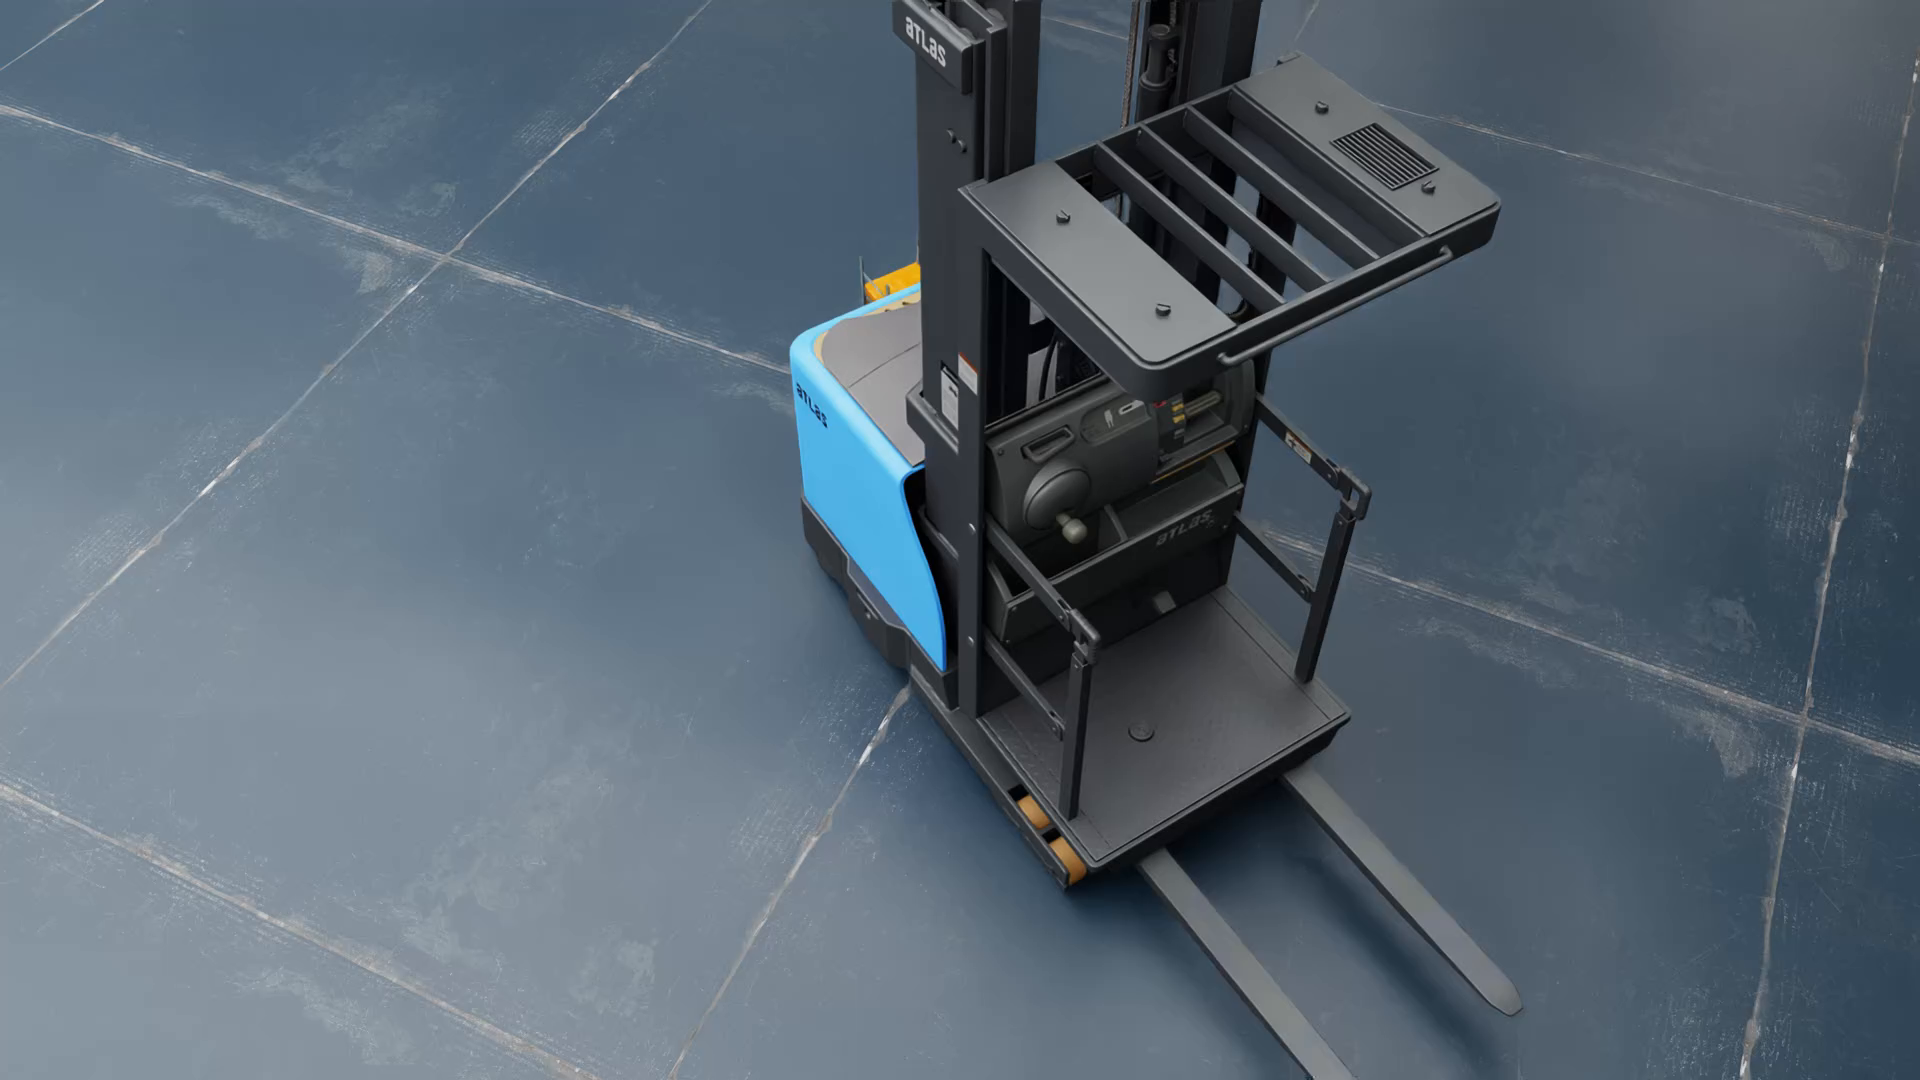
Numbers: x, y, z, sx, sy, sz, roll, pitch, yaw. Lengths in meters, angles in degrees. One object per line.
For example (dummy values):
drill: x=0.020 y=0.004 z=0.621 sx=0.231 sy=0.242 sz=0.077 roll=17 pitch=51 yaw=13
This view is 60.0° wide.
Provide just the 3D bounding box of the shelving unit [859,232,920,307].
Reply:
shelving unit: x=-0.207 y=-0.684 z=6.458 sx=0.252 sy=1.050 sz=0.215 roll=-26 pitch=54 yaw=-21

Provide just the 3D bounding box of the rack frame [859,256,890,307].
rack frame: x=-0.310 y=-0.633 z=6.414 sx=0.008 sy=1.050 sz=0.200 roll=-26 pitch=54 yaw=-21

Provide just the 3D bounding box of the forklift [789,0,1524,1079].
forklift: x=0.615 y=-0.212 z=4.821 sx=1.130 sy=2.935 sz=3.031 roll=-26 pitch=54 yaw=-21

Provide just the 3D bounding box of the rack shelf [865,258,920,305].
rack shelf: x=-0.208 y=-0.861 z=6.250 sx=0.240 sy=0.259 sz=0.215 roll=-26 pitch=54 yaw=-21

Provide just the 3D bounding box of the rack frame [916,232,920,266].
rack frame: x=-0.105 y=-0.734 z=6.501 sx=0.008 sy=1.050 sz=0.200 roll=-26 pitch=54 yaw=-21
